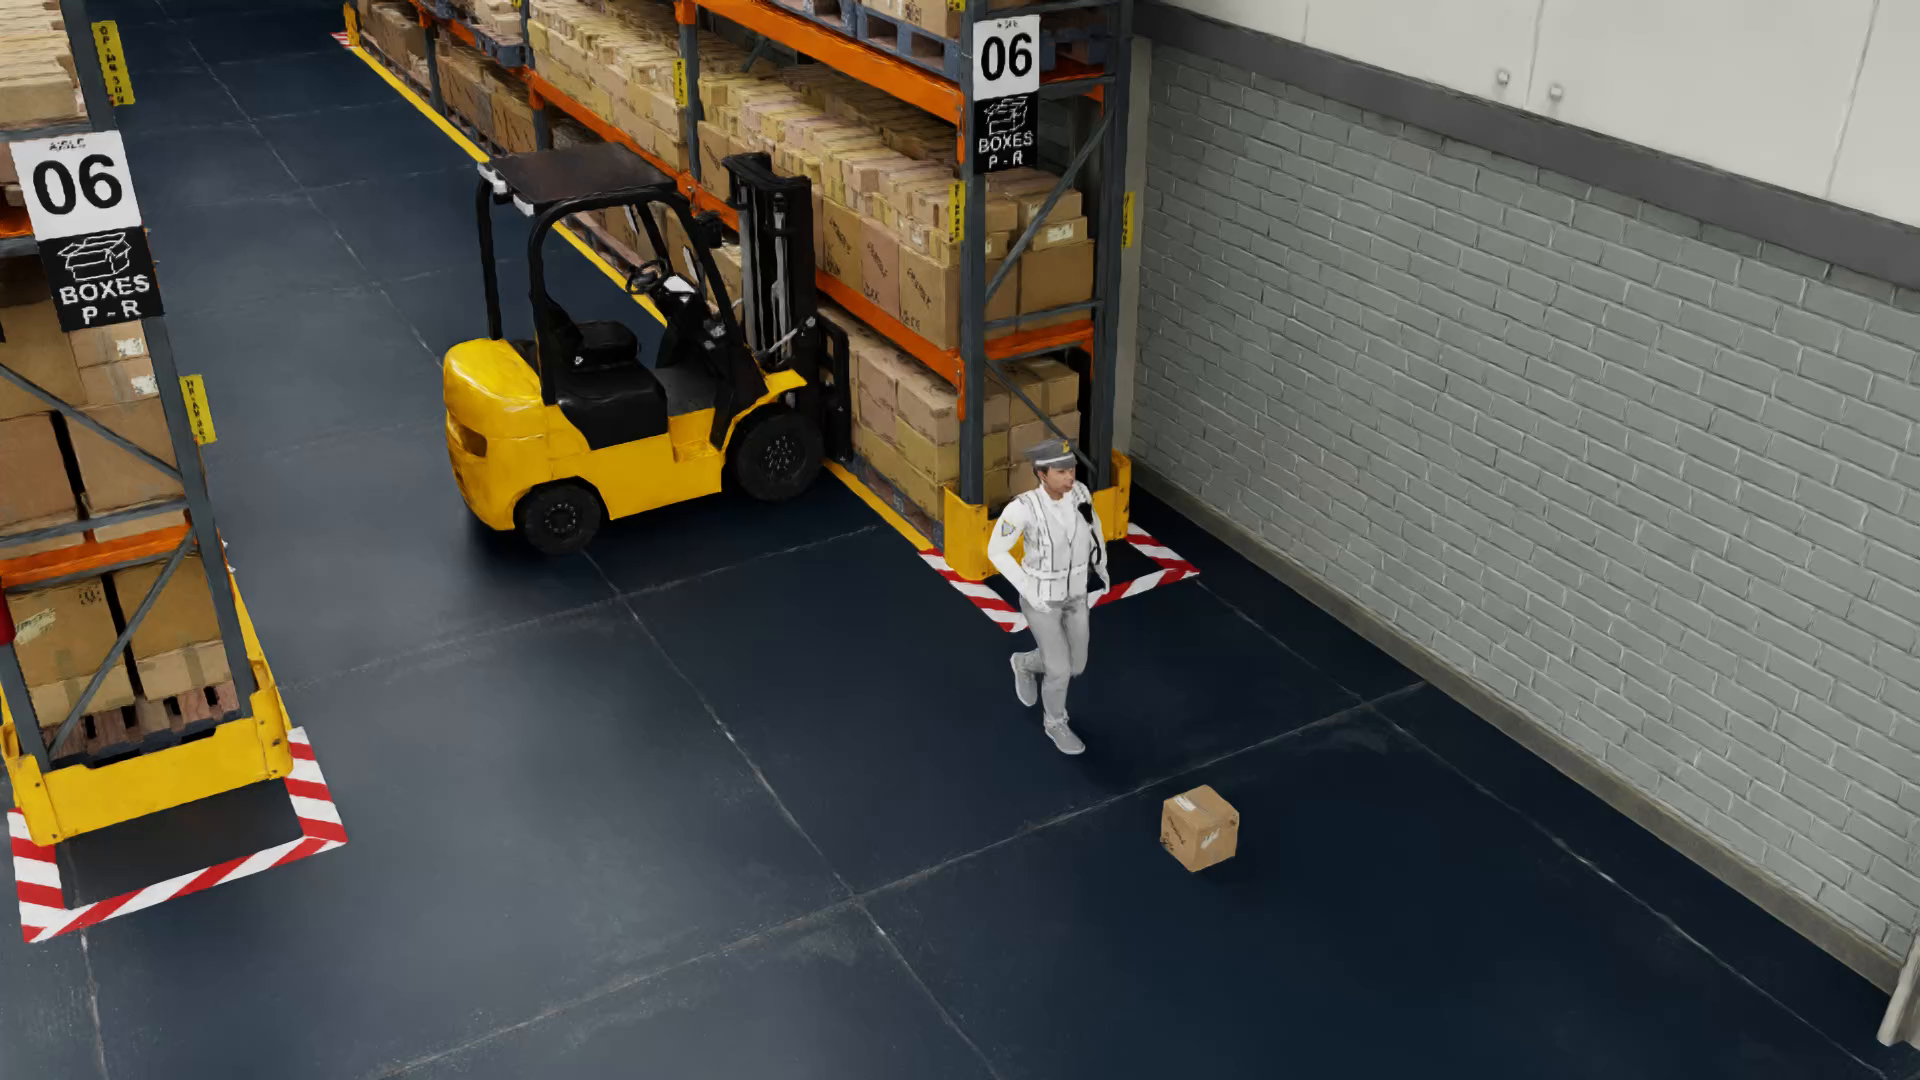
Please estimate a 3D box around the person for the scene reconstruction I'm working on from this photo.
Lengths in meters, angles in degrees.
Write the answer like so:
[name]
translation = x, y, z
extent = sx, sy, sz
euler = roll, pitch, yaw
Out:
[person]
translation = 0.454, 0.237, 8.120
extent = 0.635, 1.661, 0.578
euler = -16, 33, -26
